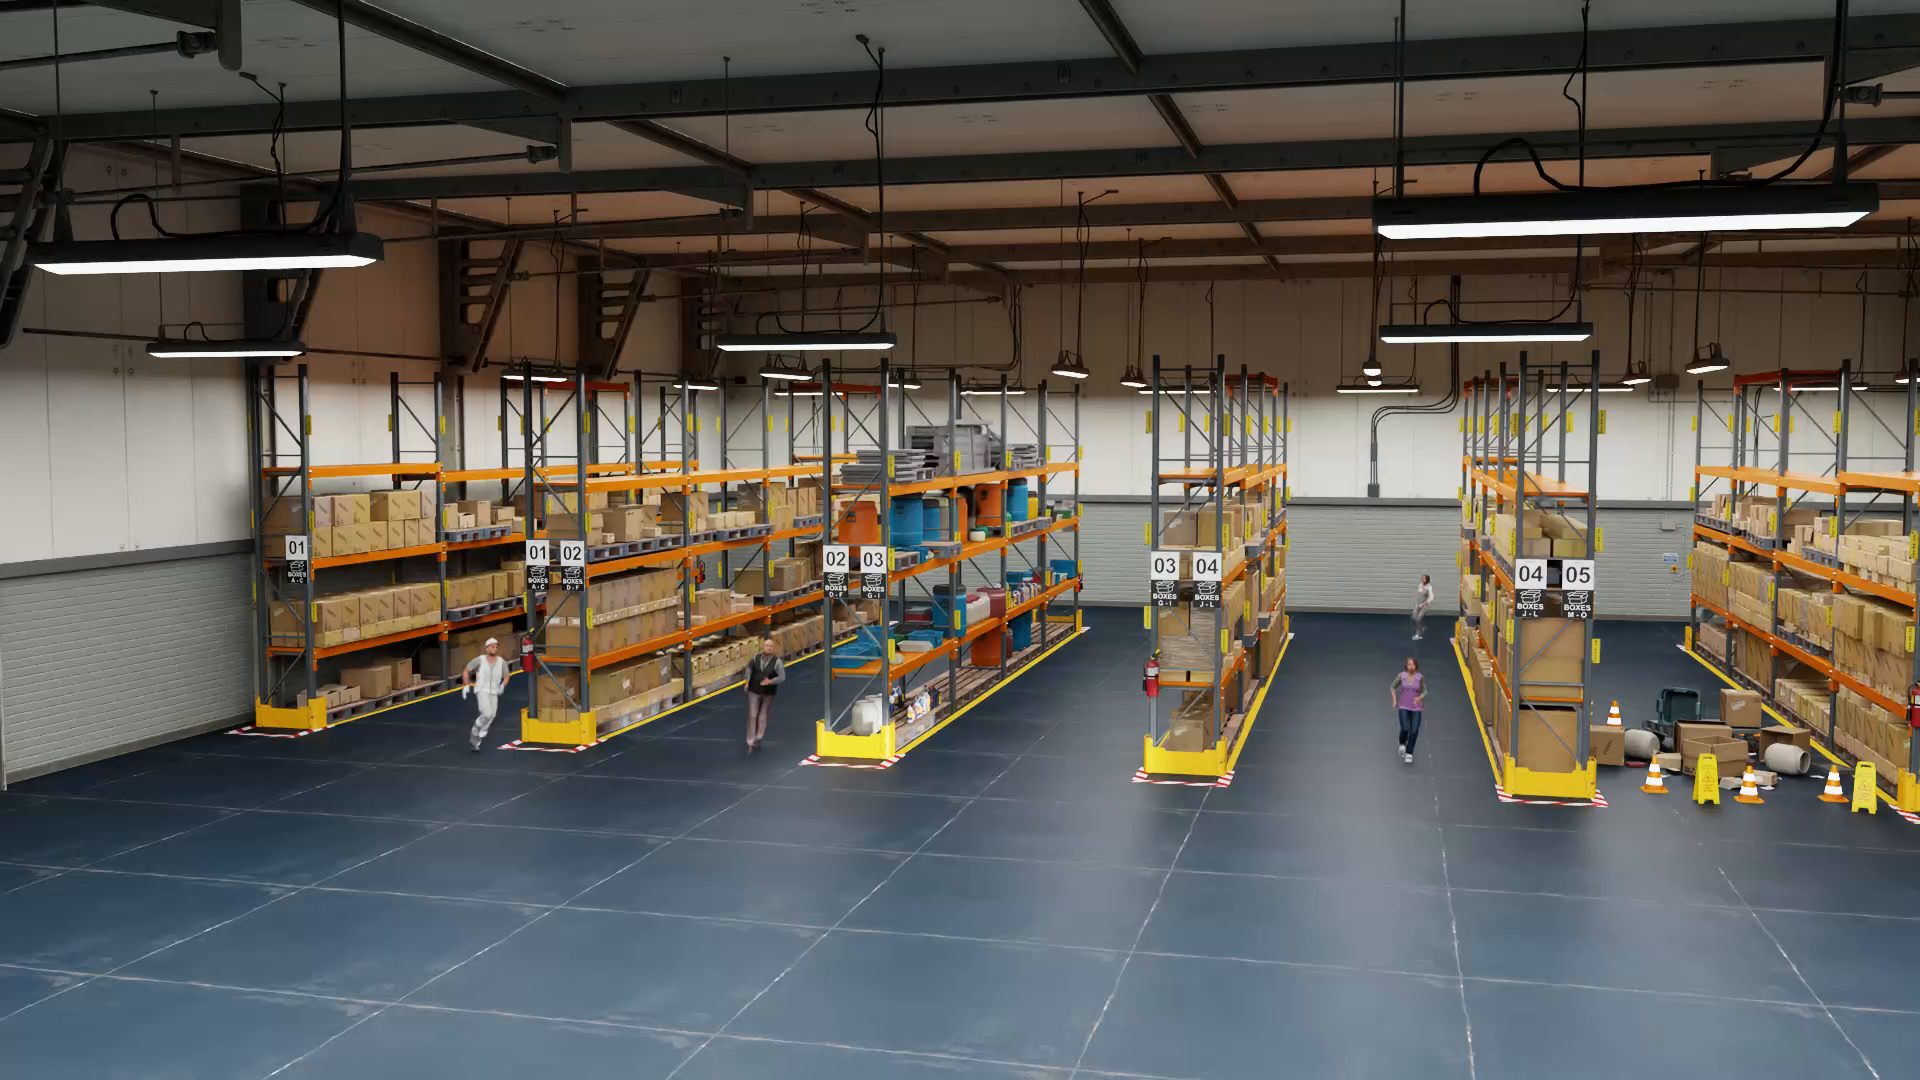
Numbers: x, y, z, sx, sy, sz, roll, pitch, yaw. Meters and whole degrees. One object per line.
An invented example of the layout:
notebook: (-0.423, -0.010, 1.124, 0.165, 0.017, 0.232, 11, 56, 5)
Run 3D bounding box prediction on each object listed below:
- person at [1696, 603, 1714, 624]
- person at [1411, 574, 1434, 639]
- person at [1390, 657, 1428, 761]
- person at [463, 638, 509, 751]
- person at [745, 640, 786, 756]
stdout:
person: (17.203, 1.529, 38.134, 0.581, 1.695, 0.808, 2, 5, 30)
person: (10.797, 1.562, 38.782, 0.506, 1.546, 0.582, -3, 5, -37)
person: (6.658, 2.521, 24.634, 0.525, 1.562, 0.556, 1, 4, 9)
person: (-7.237, 2.377, 25.540, 0.708, 1.714, 0.597, -3, 5, -36)
person: (-2.992, 2.398, 25.544, 0.631, 1.751, 0.768, 0, 4, -5)
